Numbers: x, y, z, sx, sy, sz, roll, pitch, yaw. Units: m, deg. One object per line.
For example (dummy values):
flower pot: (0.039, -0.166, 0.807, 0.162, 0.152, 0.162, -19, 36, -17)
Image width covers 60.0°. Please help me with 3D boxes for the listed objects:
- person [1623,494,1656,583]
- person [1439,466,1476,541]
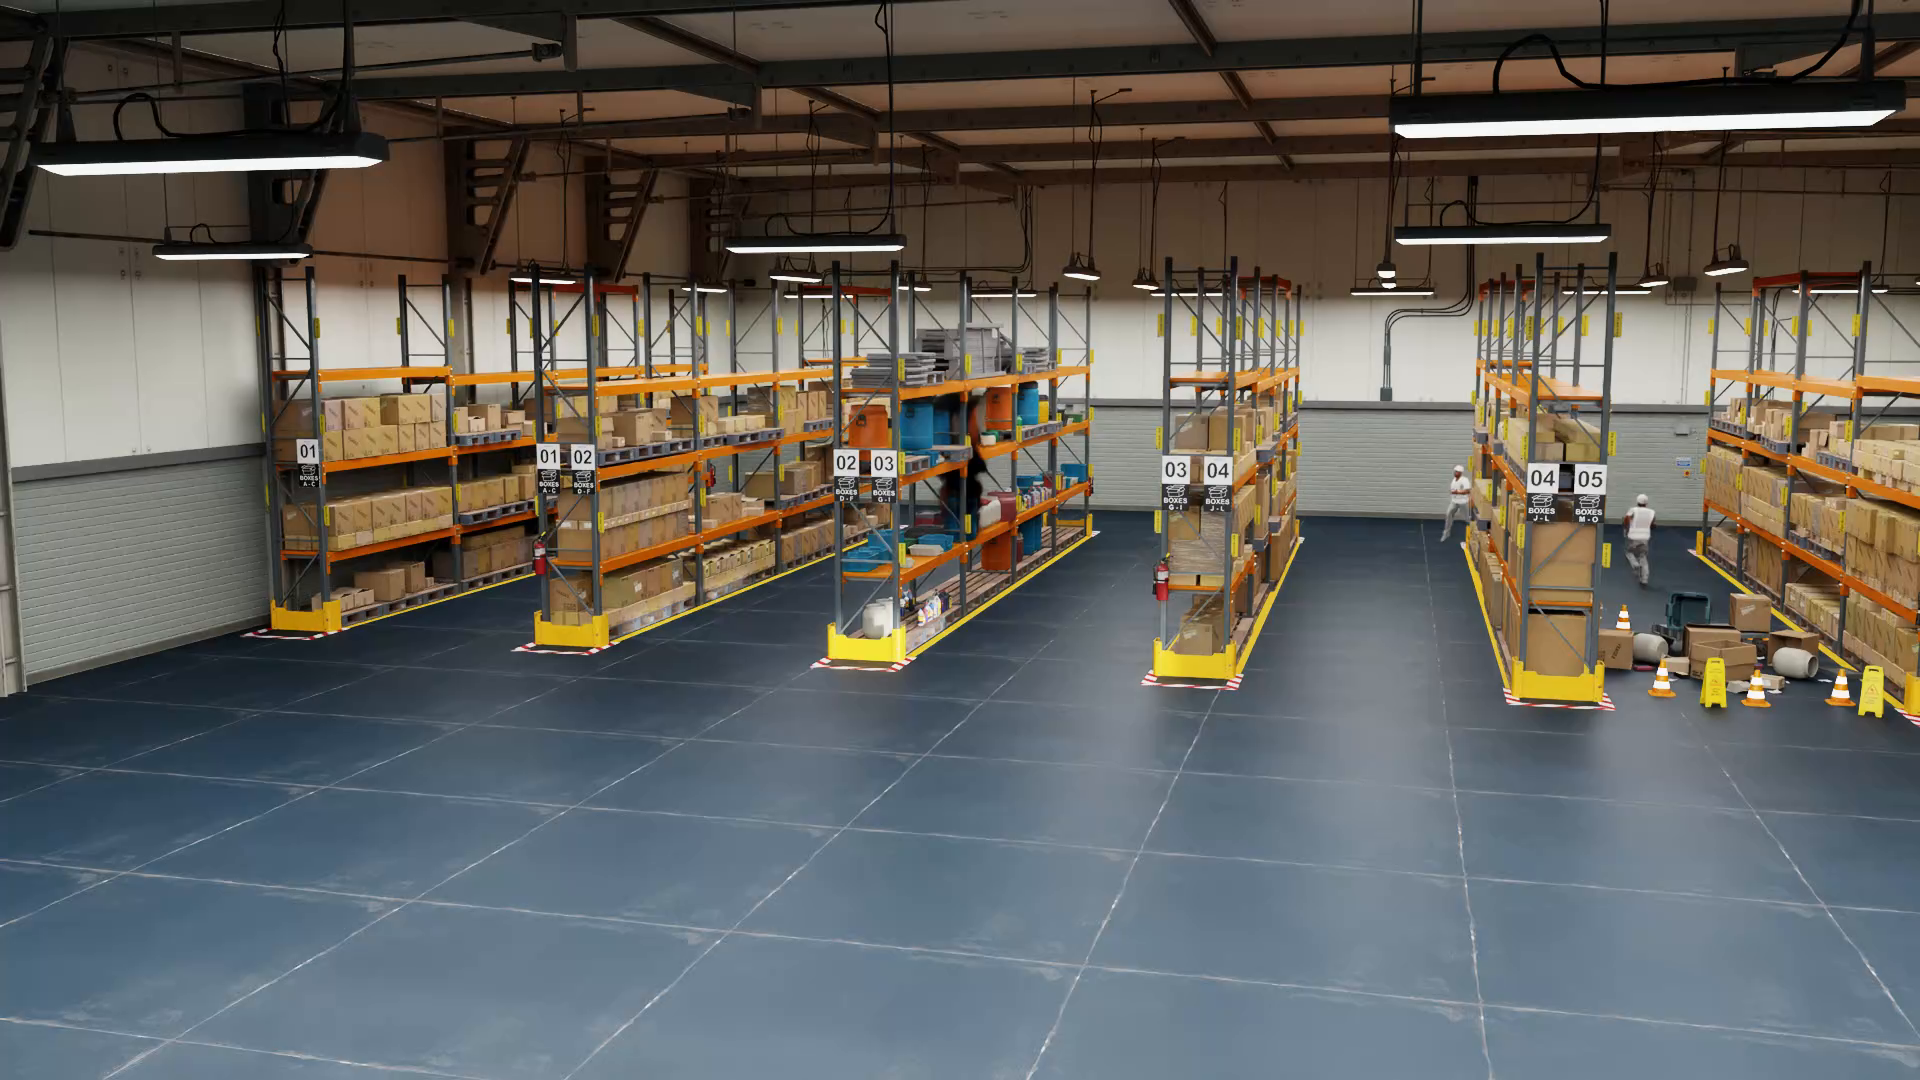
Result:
person: (13.444, -0.046, 32.996, 0.708, 1.733, 0.735, 0, 7, 3)
person: (11.919, -0.864, 39.509, 1.065, 1.812, 0.647, -4, 8, -26)
